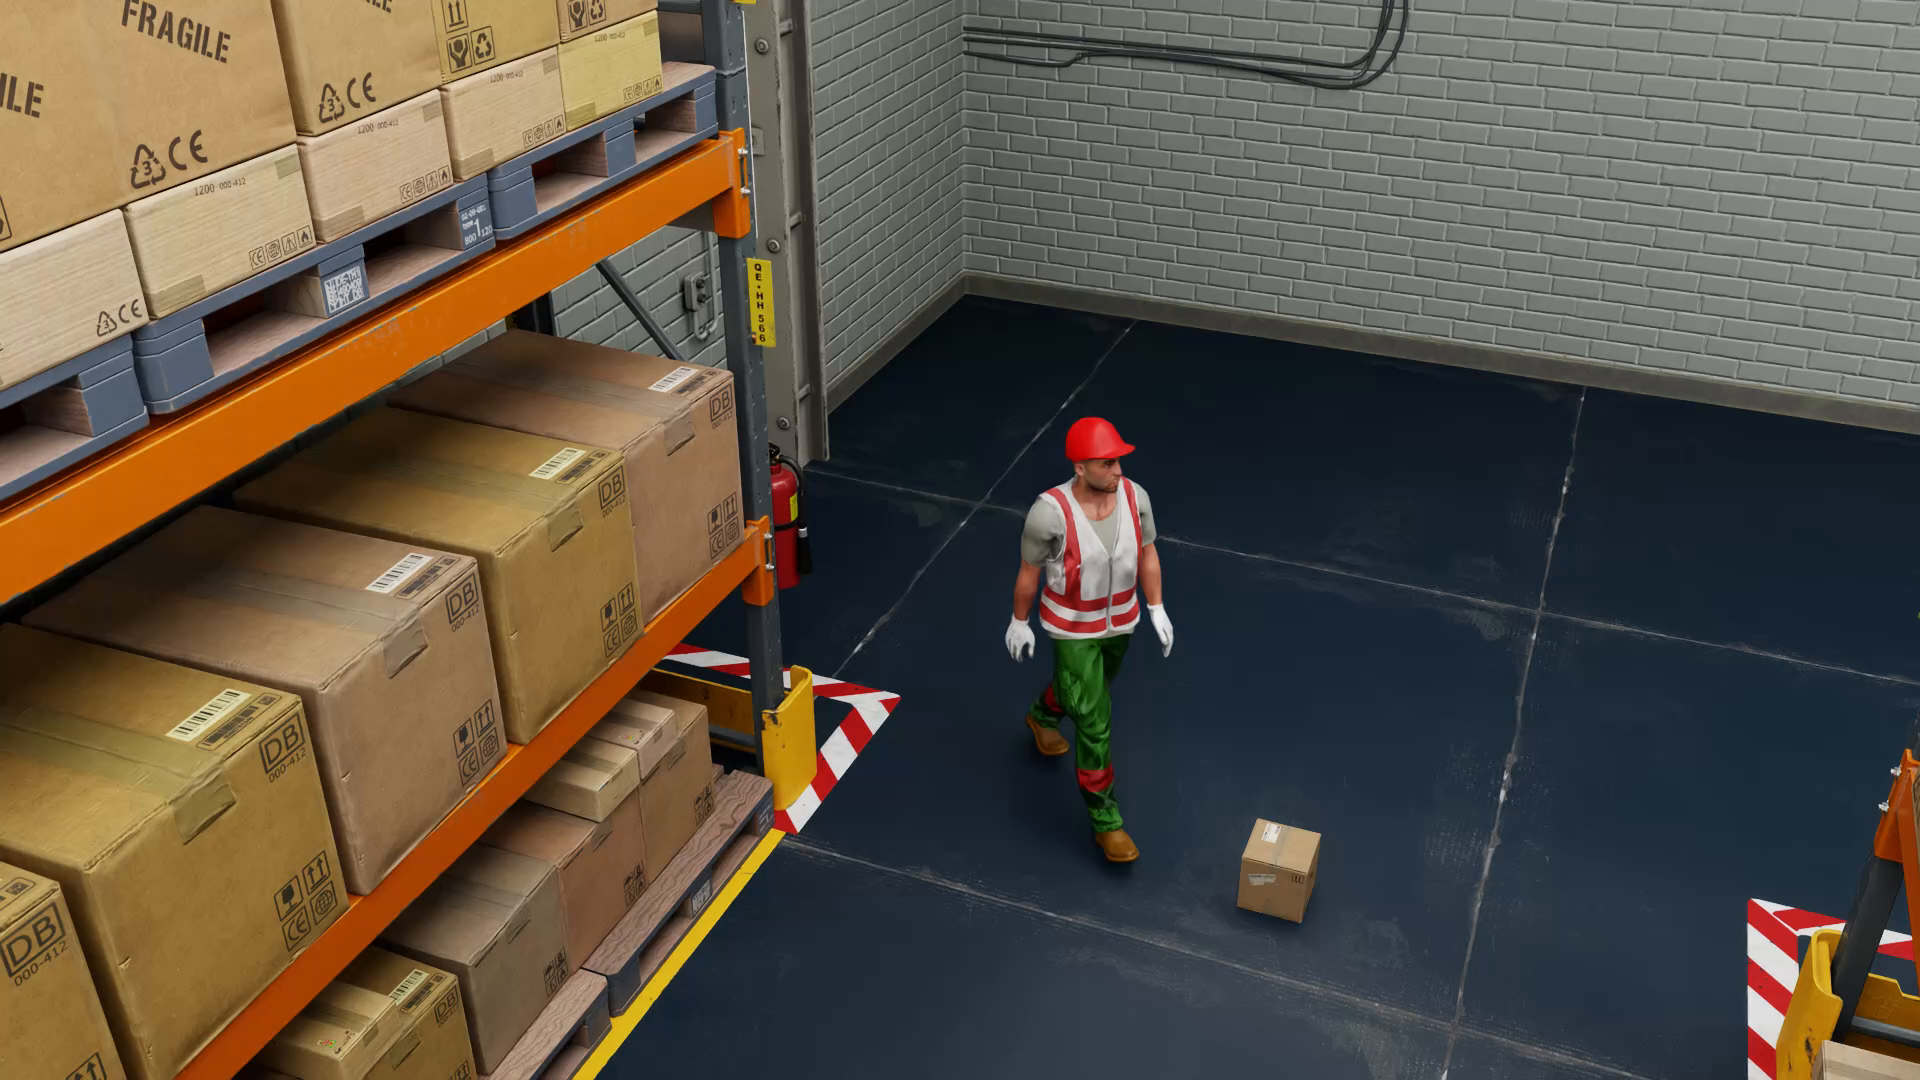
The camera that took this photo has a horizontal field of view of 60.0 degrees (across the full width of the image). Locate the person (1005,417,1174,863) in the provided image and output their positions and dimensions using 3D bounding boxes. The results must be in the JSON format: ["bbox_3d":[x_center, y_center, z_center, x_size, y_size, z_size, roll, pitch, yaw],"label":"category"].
[{"bbox_3d":[0.526,0.326,6.532,0.609,1.761,1.012,-14,32,-24],"label":"person"}]
